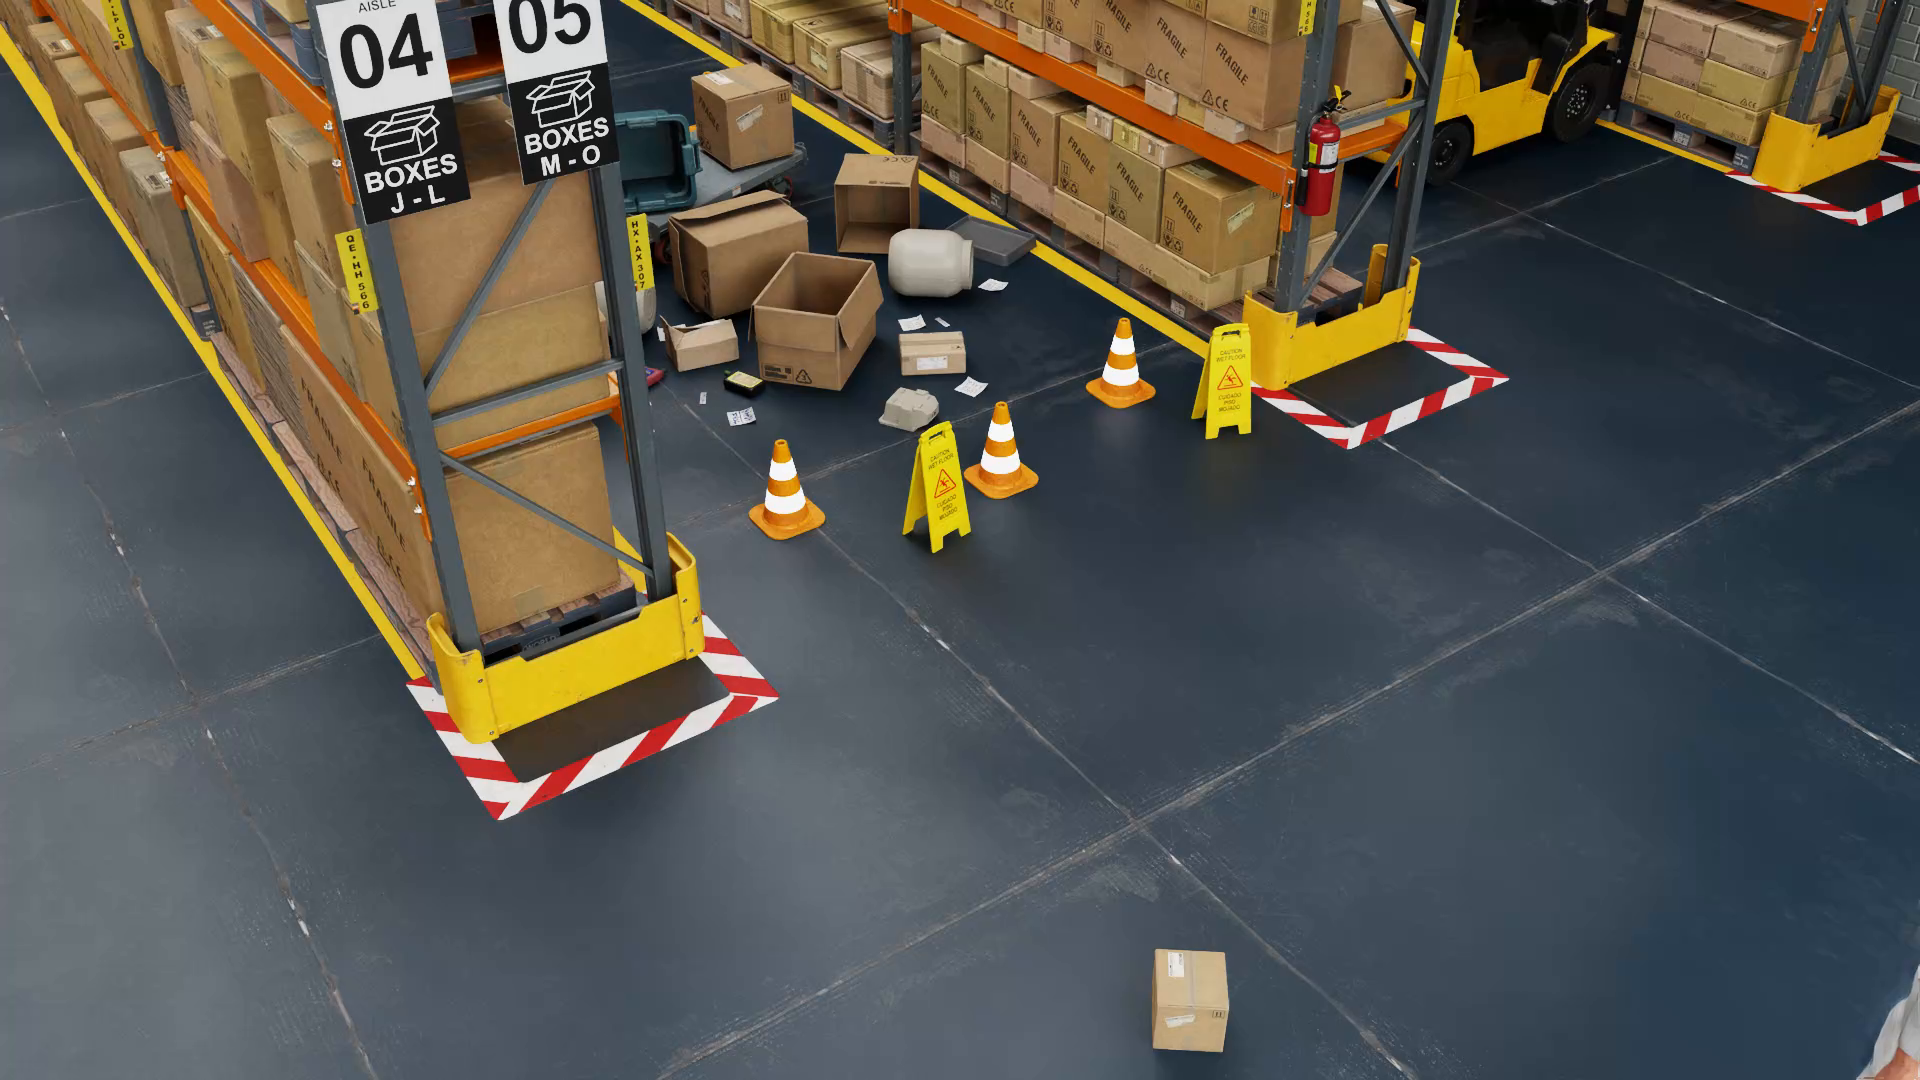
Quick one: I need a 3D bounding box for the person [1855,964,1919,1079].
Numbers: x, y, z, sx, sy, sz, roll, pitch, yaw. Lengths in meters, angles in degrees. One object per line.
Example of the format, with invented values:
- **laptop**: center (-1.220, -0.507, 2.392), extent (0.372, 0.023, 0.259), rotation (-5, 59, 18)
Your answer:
- **person**: center (2.907, 1.601, 4.752), extent (0.920, 1.752, 0.532), rotation (20, 41, 25)
